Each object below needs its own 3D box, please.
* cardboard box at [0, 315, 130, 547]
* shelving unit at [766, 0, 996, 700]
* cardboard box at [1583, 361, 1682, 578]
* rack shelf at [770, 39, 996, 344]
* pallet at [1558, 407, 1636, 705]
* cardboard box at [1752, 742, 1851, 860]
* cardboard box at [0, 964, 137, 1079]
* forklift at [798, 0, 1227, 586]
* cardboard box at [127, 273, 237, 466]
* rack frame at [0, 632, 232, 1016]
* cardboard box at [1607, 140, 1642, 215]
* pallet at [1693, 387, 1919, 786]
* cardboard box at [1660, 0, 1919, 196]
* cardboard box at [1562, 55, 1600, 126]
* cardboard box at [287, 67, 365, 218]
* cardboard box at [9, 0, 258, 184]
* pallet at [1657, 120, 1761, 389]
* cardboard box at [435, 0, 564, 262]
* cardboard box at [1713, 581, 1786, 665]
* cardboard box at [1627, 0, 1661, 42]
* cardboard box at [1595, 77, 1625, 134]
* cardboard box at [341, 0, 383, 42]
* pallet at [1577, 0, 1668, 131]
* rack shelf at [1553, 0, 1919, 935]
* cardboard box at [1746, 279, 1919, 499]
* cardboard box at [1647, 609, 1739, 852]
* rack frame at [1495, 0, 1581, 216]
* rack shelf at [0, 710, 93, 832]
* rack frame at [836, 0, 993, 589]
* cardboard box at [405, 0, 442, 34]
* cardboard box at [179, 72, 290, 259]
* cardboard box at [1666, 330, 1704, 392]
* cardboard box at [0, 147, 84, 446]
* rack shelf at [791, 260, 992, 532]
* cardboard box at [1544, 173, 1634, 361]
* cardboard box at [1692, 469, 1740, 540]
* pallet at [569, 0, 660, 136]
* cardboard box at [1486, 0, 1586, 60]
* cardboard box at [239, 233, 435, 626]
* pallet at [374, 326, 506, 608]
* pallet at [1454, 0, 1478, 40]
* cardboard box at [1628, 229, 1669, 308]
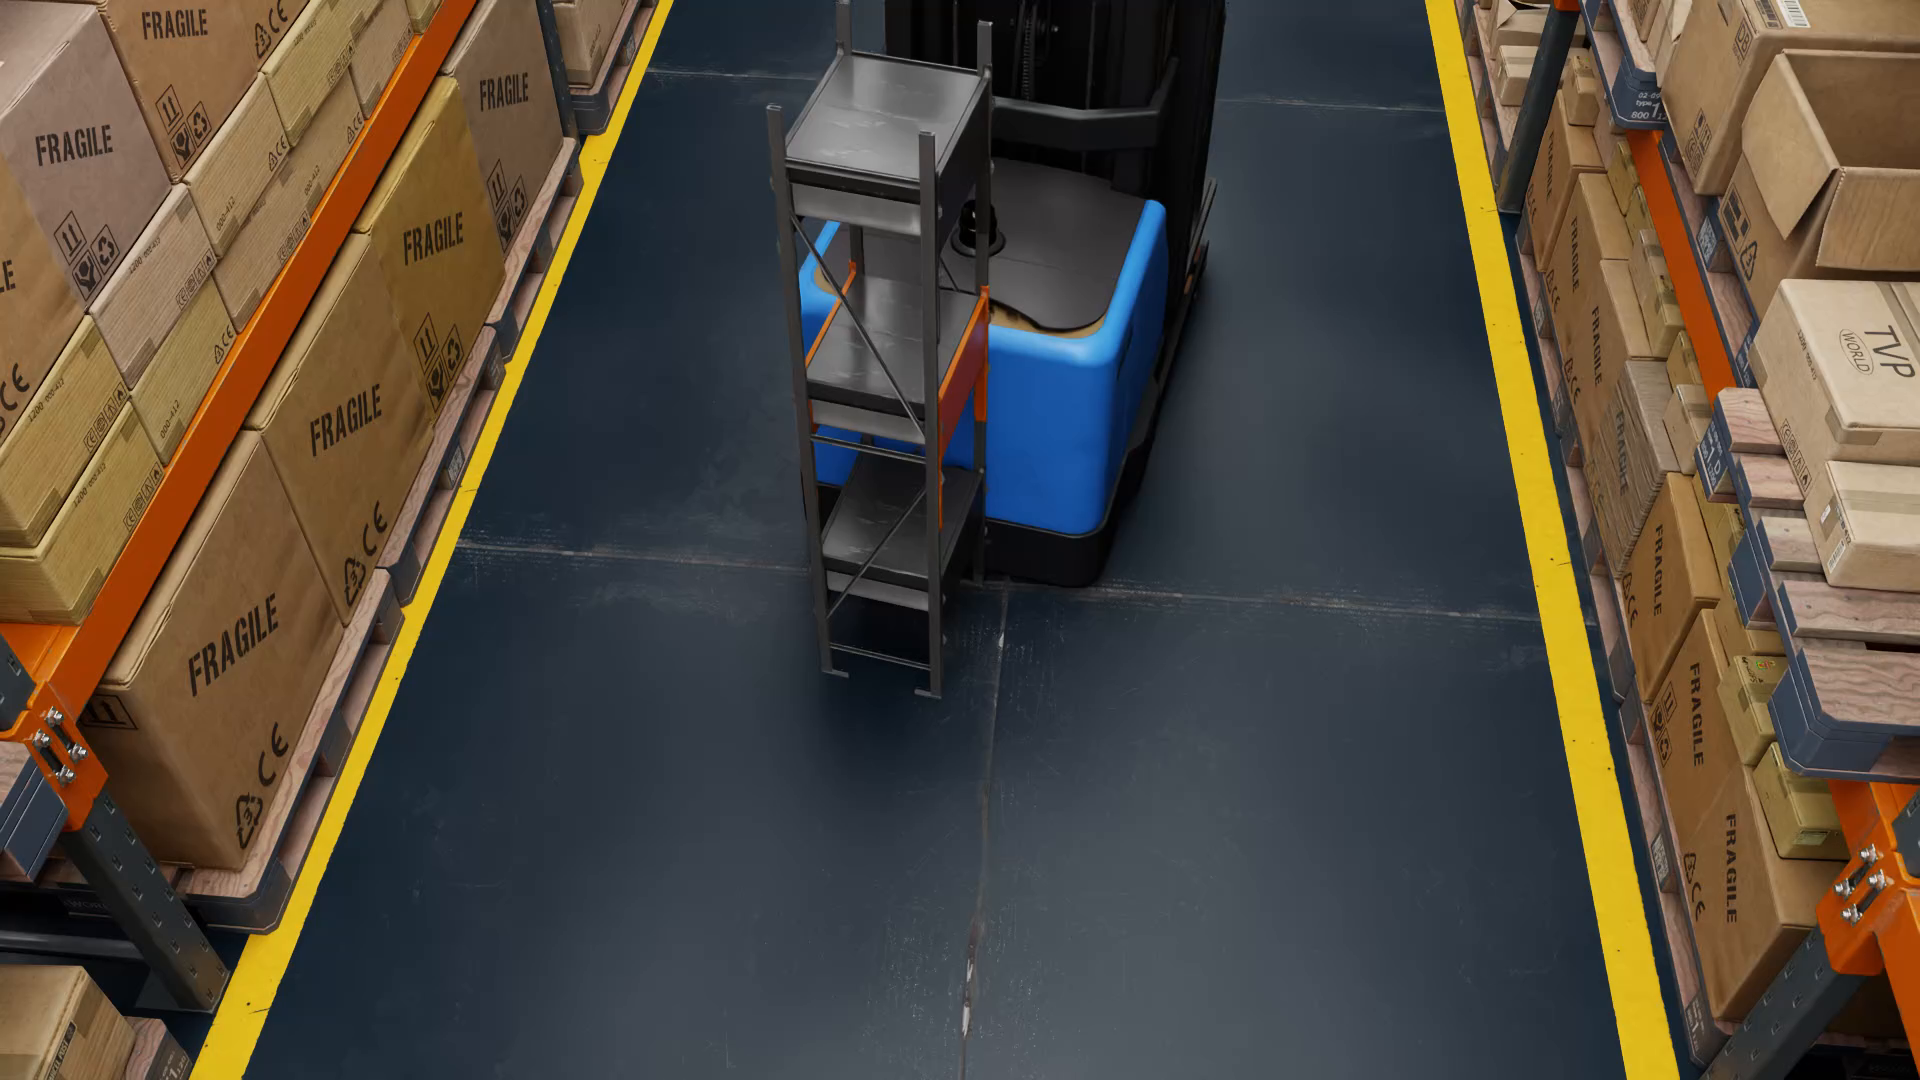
[{"bbox_3d":[-2.244,-0.263,3.720,0.500,0.250,0.500,4,48,3],"label":"cardboard box"},{"bbox_3d":[-0.182,-0.418,4.709,0.431,2.100,0.503,12,49,11],"label":"shelving unit"},{"bbox_3d":[2.362,-0.216,5.324,0.500,0.500,0.500,2,48,2],"label":"cardboard box"},{"bbox_3d":[-0.182,-0.881,4.203,0.431,0.518,0.480,12,49,11],"label":"rack shelf"},{"bbox_3d":[2.627,0.043,5.567,1.003,0.211,1.213,4,48,4],"label":"pallet"},{"bbox_3d":[2.200,0.645,4.097,0.380,0.149,0.250,2,48,2],"label":"cardboard box"},{"bbox_3d":[-2.597,1.371,3.960,0.950,0.372,0.625,1,48,1],"label":"cardboard box"},{"bbox_3d":[0.365,-1.949,5.546,1.130,2.935,3.031,12,49,11],"label":"forklift"},{"bbox_3d":[-2.212,-0.459,4.239,0.500,0.250,0.500,3,48,2],"label":"cardboard box"},{"bbox_3d":[-2.536,0.211,3.524,1.000,3.000,0.127,4,48,4],"label":"rack frame"},{"bbox_3d":[2.514,-1.270,5.849,0.380,0.149,0.250,2,48,2],"label":"cardboard box"},{"bbox_3d":[2.399,0.104,3.752,1.213,0.211,1.003,4,48,4],"label":"pallet"},{"bbox_3d":[2.386,-1.275,4.531,0.700,0.500,0.500,4,48,3],"label":"cardboard box"},{"bbox_3d":[2.474,-1.668,6.213,0.380,0.149,0.250,6,48,5],"label":"cardboard box"},{"bbox_3d":[-2.116,-1.207,4.923,0.500,0.250,0.500,4,48,4],"label":"cardboard box"},{"bbox_3d":[-2.149,-1.250,4.115,0.500,0.500,0.500,5,48,5],"label":"cardboard box"},{"bbox_3d":[2.580,-0.822,4.599,1.003,0.211,1.213,4,48,4],"label":"pallet"},{"bbox_3d":[-2.148,-1.692,6.420,0.875,0.875,0.875,5,48,5],"label":"cardboard box"},{"bbox_3d":[2.262,0.252,4.456,0.380,0.149,0.250,2,48,2],"label":"cardboard box"},{"bbox_3d":[2.458,-1.851,5.058,0.700,0.500,0.500,4,48,4],"label":"cardboard box"},{"bbox_3d":[2.498,-1.574,5.925,0.380,0.149,0.250,2,48,2],"label":"cardboard box"},{"bbox_3d":[-2.049,-1.757,5.087,0.500,0.250,0.500,5,48,4],"label":"cardboard box"},{"bbox_3d":[2.590,-1.752,5.450,1.003,0.211,1.213,4,48,4],"label":"pallet"},{"bbox_3d":[2.590,-0.684,4.831,1.077,0.370,4.000,4,48,4],"label":"rack shelf"},{"bbox_3d":[2.181,-0.346,3.851,0.500,0.250,0.500,2,48,2],"label":"cardboard box"},{"bbox_3d":[2.288,0.552,4.622,0.500,0.500,0.500,3,48,3],"label":"cardboard box"},{"bbox_3d":[2.772,-2.397,5.910,1.000,3.000,0.127,4,48,4],"label":"rack frame"},{"bbox_3d":[-2.718,1.924,2.445,1.077,0.370,4.000,4,48,4],"label":"rack shelf"},{"bbox_3d":[-0.115,-0.591,4.868,0.400,2.100,0.015,12,49,11],"label":"rack frame"},{"bbox_3d":[-2.009,-1.957,5.608,0.500,0.250,0.500,3,48,3],"label":"cardboard box"},{"bbox_3d":[-2.138,-1.008,4.402,0.500,0.250,0.500,4,48,3],"label":"cardboard box"},{"bbox_3d":[2.422,-0.504,5.148,0.380,0.149,0.250,4,48,4],"label":"cardboard box"},{"bbox_3d":[-2.247,-0.506,3.435,0.500,0.500,0.500,2,48,2],"label":"cardboard box"},{"bbox_3d":[-0.182,-0.409,4.719,0.431,0.518,0.480,12,49,11],"label":"rack shelf"},{"bbox_3d":[2.465,-0.963,6.007,0.500,0.500,0.500,3,48,3],"label":"cardboard box"},{"bbox_3d":[2.354,-0.122,4.799,0.380,0.149,0.250,3,48,3],"label":"cardboard box"},{"bbox_3d":[-2.024,-2.340,7.748,1.003,0.211,1.213,4,48,4],"label":"pallet"},{"bbox_3d":[2.563,-2.307,7.396,0.396,0.266,0.258,5,48,5],"label":"cardboard box"},{"bbox_3d":[-2.305,-0.370,5.211,0.875,0.875,0.875,4,48,4],"label":"cardboard box"},{"bbox_3d":[-2.275,-0.316,5.896,1.003,0.211,1.213,4,48,4],"label":"pallet"},{"bbox_3d":[2.944,-2.859,8.222,1.003,0.211,1.213,4,48,4],"label":"pallet"},{"bbox_3d":[2.443,-0.887,5.498,0.380,0.149,0.250,4,48,3],"label":"cardboard box"}]
